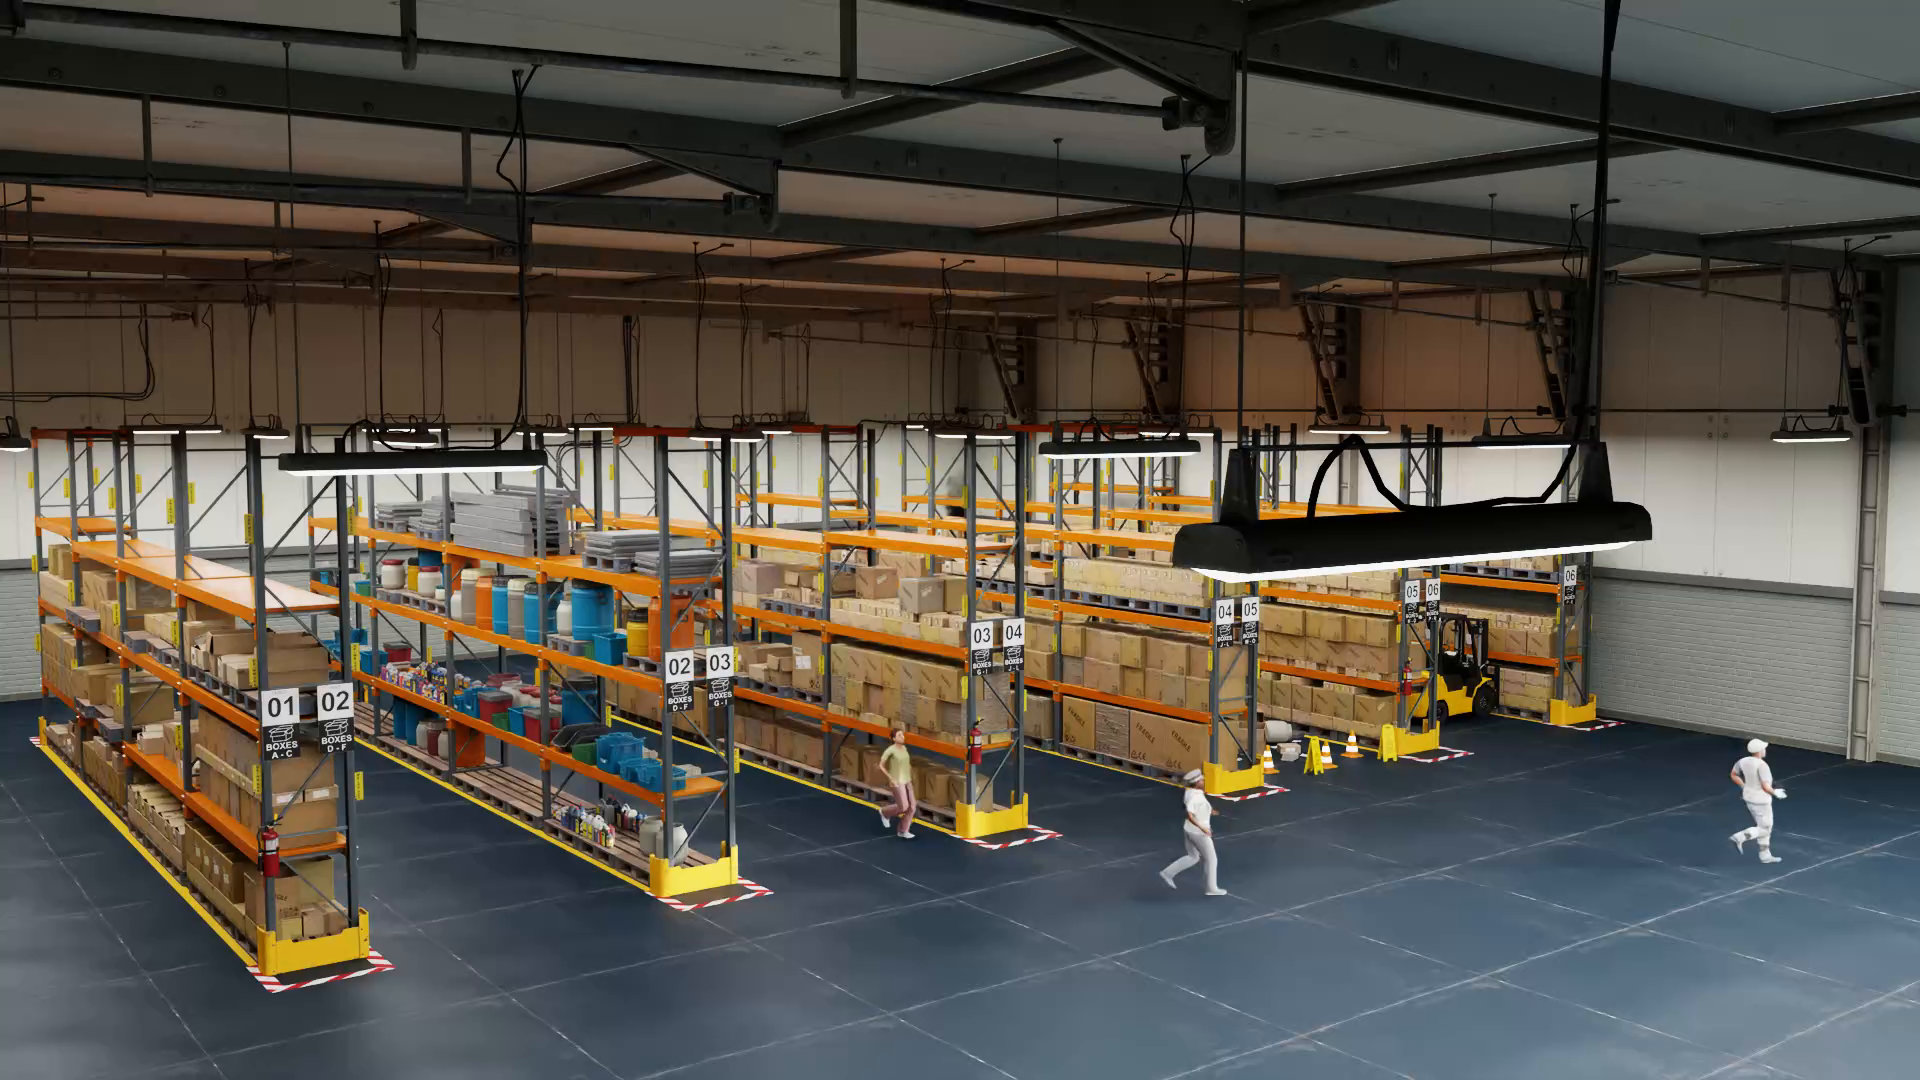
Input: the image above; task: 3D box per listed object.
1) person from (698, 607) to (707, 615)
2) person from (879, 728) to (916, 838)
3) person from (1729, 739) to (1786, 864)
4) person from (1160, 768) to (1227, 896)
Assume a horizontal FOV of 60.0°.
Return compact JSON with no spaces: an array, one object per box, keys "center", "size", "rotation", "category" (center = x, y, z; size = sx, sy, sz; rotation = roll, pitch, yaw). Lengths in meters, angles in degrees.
[{"center":[-6.123,2.422,39.078],"size":[0.785,1.747,0.723],"rotation":[-1,5,-13],"category":"person"},{"center":[-0.903,3.589,24.624],"size":[0.602,1.607,0.571],"rotation":[4,6,44],"category":"person"},{"center":[11.060,3.640,23.145],"size":[0.832,1.762,0.655],"rotation":[-1,5,-10],"category":"person"},{"center":[3.048,3.791,21.575],"size":[0.871,1.671,0.587],"rotation":[-1,5,-10],"category":"person"}]
